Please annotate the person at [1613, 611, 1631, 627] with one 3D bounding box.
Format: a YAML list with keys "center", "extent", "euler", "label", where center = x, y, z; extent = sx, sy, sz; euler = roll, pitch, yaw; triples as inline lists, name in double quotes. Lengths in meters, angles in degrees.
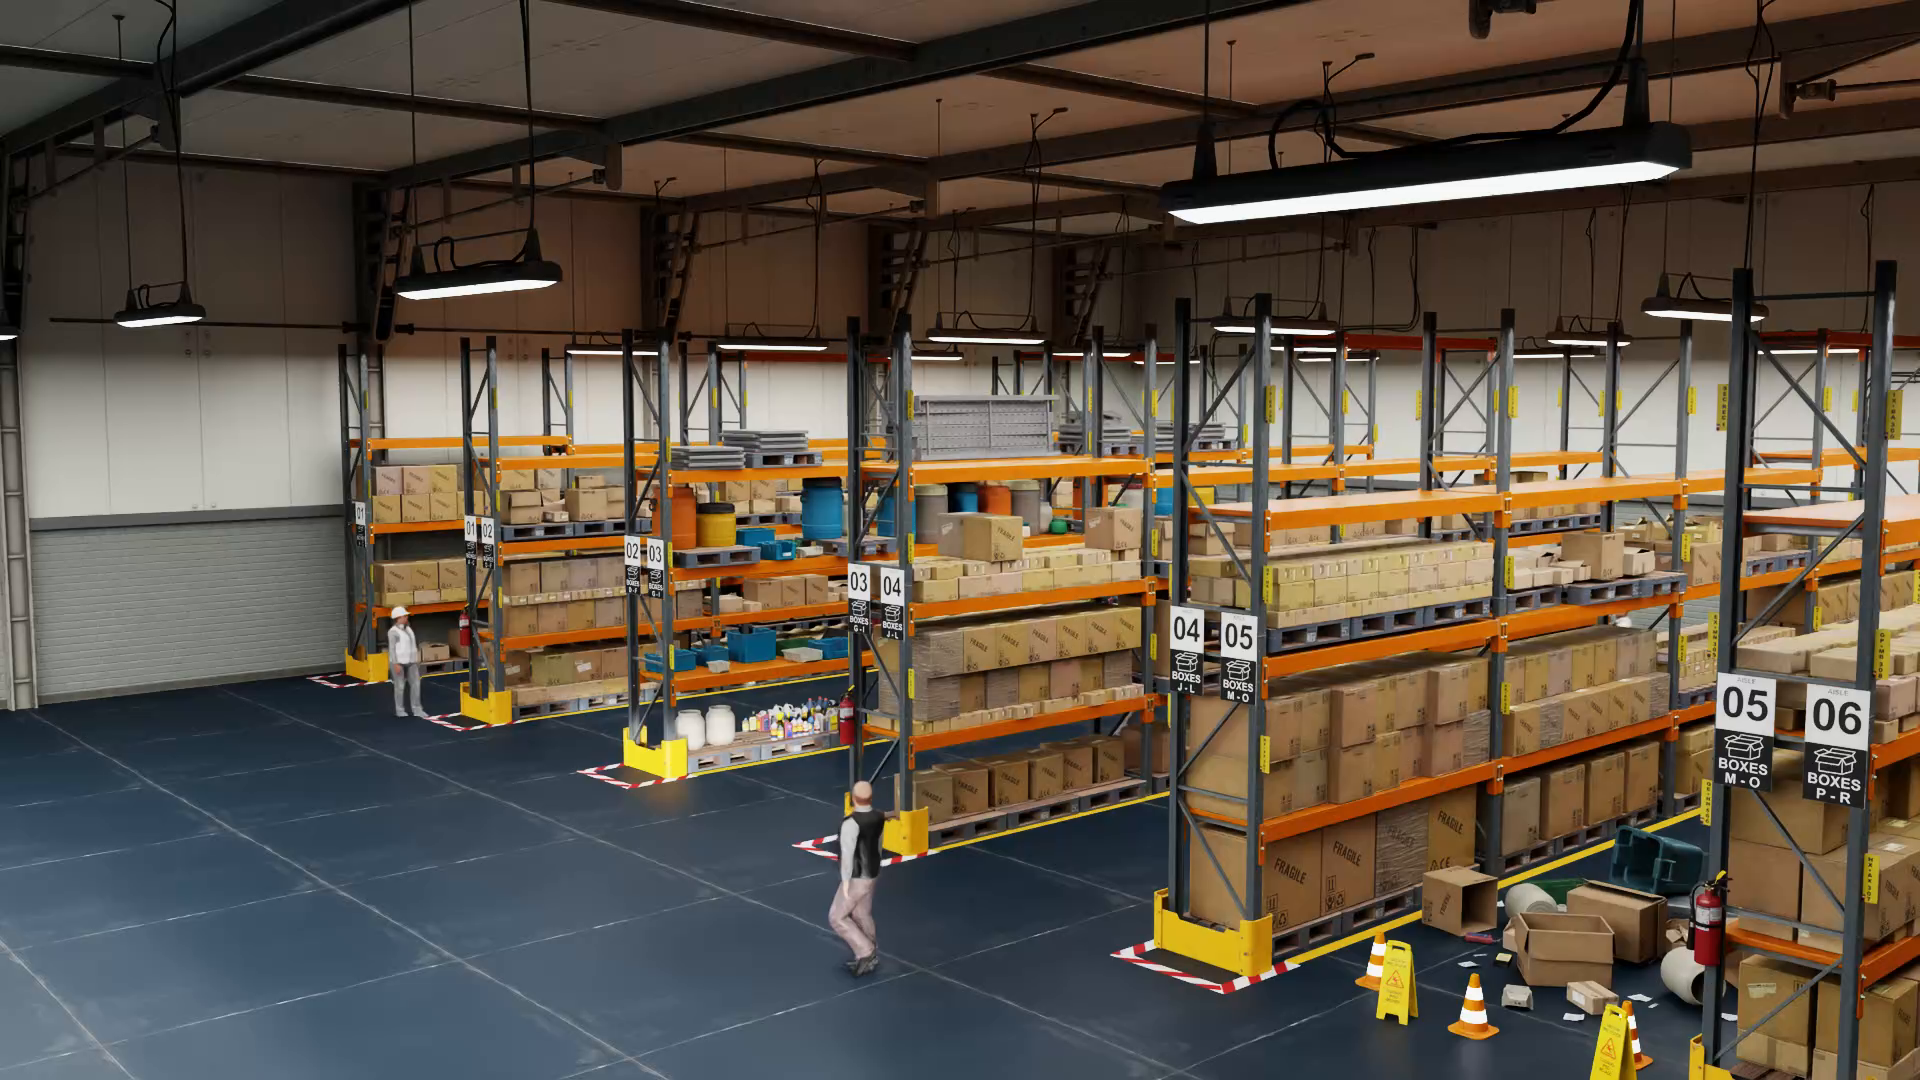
- center: [10.679, 1.869, 26.932]
  extent: [0.401, 1.776, 0.600]
  euler: [4, 6, 37]
  label: "person"

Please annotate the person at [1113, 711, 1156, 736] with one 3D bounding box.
- center: [2.614, 2.093, 25.051]
  extent: [1.023, 1.630, 0.624]
  euler: [-3, 6, -31]
  label: "person"

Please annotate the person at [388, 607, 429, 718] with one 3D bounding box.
- center: [-8.756, 1.943, 26.292]
  extent: [0.572, 1.777, 0.558]
  euler: [4, 7, 39]
  label: "person"

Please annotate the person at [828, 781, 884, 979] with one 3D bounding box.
- center: [-0.909, 2.989, 14.676]
  extent: [0.477, 1.742, 0.513]
  euler: [0, 5, 5]
  label: "person"
